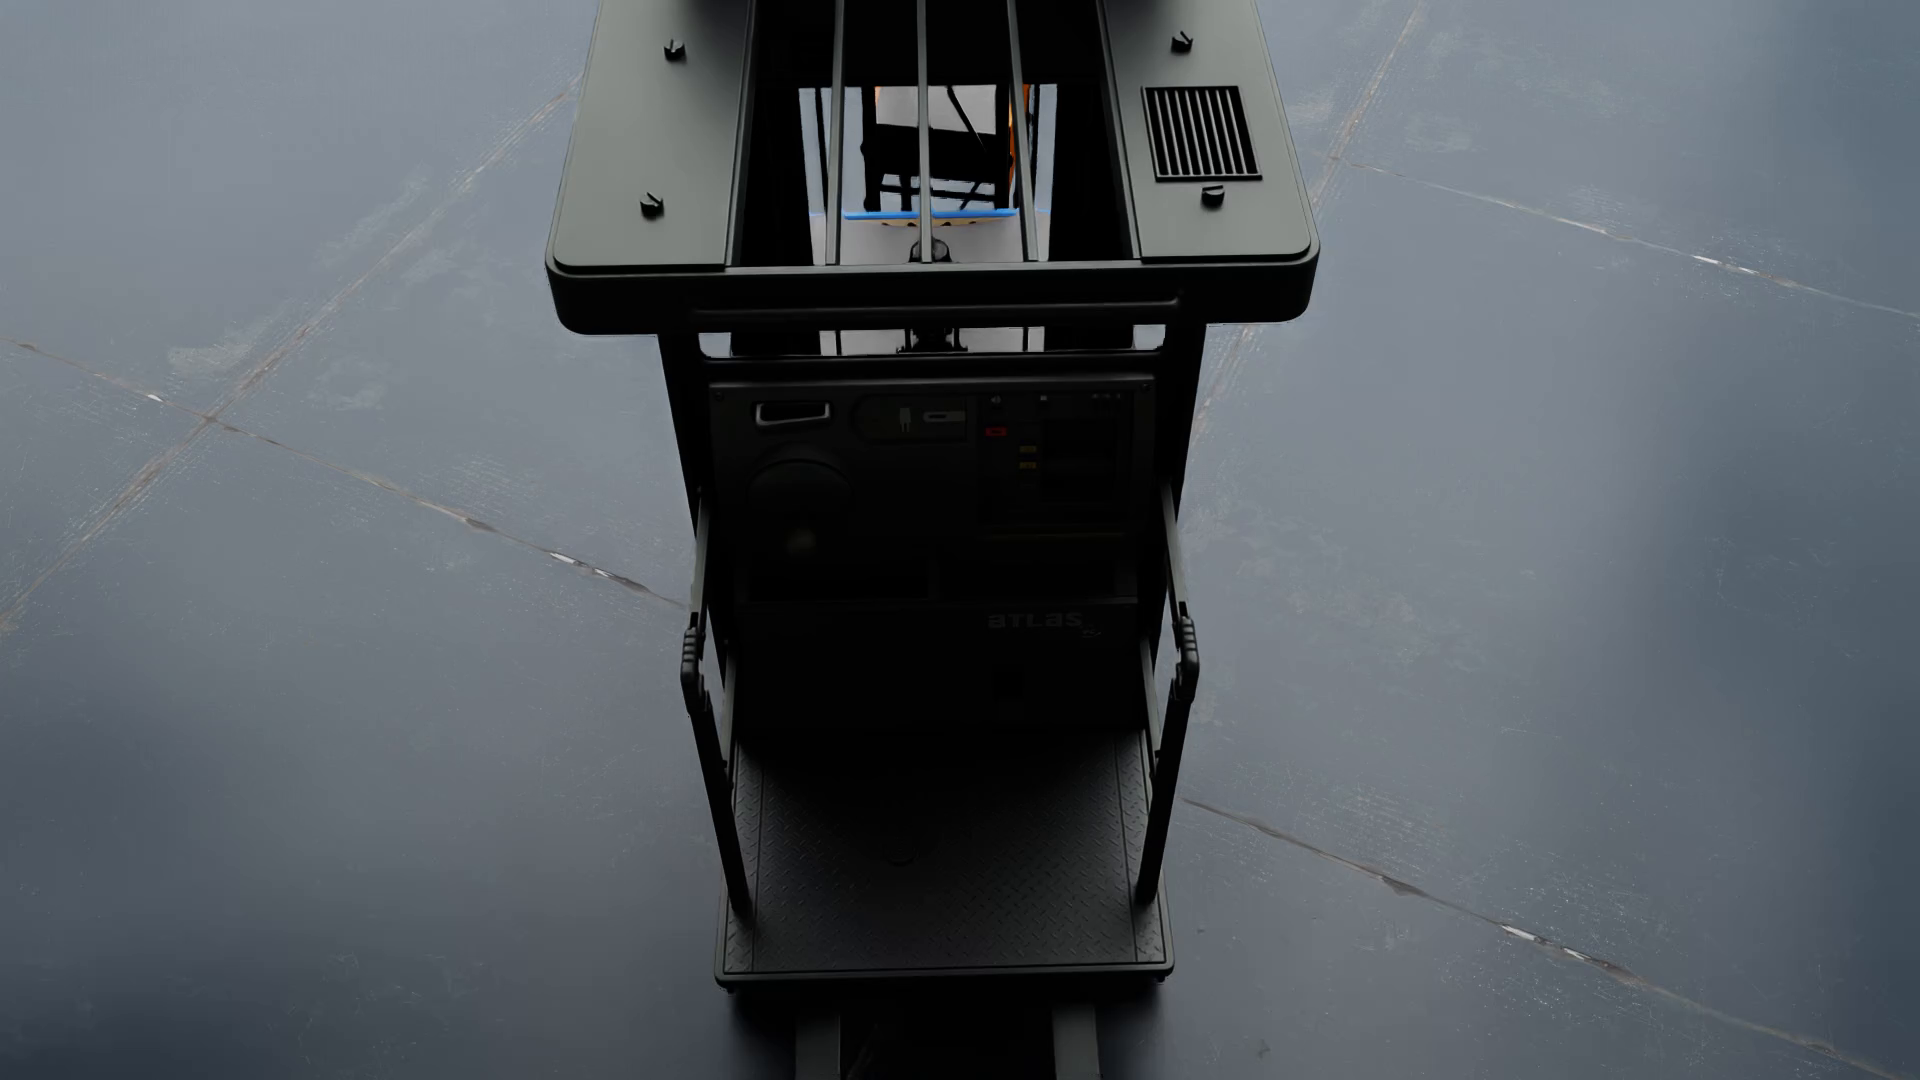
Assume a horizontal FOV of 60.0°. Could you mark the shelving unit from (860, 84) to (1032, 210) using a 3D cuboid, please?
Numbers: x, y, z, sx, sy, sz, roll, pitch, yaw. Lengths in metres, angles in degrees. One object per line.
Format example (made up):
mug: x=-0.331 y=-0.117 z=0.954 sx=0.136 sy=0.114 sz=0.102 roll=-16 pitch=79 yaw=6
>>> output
shelving unit: x=-0.030 y=-1.165 z=4.863 sx=0.431 sy=2.100 sz=0.503 roll=7 pitch=50 yaw=6

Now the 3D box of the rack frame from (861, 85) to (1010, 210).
rack frame: x=-0.067 y=-0.982 z=4.707 sx=0.400 sy=2.100 sz=0.015 roll=7 pitch=50 yaw=6

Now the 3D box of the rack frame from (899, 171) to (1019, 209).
rack frame: x=0.006 y=-1.349 z=5.019 sx=0.400 sy=2.100 sz=0.015 roll=7 pitch=50 yaw=6

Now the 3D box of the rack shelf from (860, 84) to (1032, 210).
rack shelf: x=-0.030 y=-1.156 z=4.873 sx=0.431 sy=0.518 sz=0.480 roll=7 pitch=50 yaw=6

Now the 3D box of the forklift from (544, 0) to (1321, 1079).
forklift: x=-0.047 y=-0.057 z=3.374 sx=1.130 sy=2.935 sz=3.031 roll=-1 pitch=50 yaw=-1
